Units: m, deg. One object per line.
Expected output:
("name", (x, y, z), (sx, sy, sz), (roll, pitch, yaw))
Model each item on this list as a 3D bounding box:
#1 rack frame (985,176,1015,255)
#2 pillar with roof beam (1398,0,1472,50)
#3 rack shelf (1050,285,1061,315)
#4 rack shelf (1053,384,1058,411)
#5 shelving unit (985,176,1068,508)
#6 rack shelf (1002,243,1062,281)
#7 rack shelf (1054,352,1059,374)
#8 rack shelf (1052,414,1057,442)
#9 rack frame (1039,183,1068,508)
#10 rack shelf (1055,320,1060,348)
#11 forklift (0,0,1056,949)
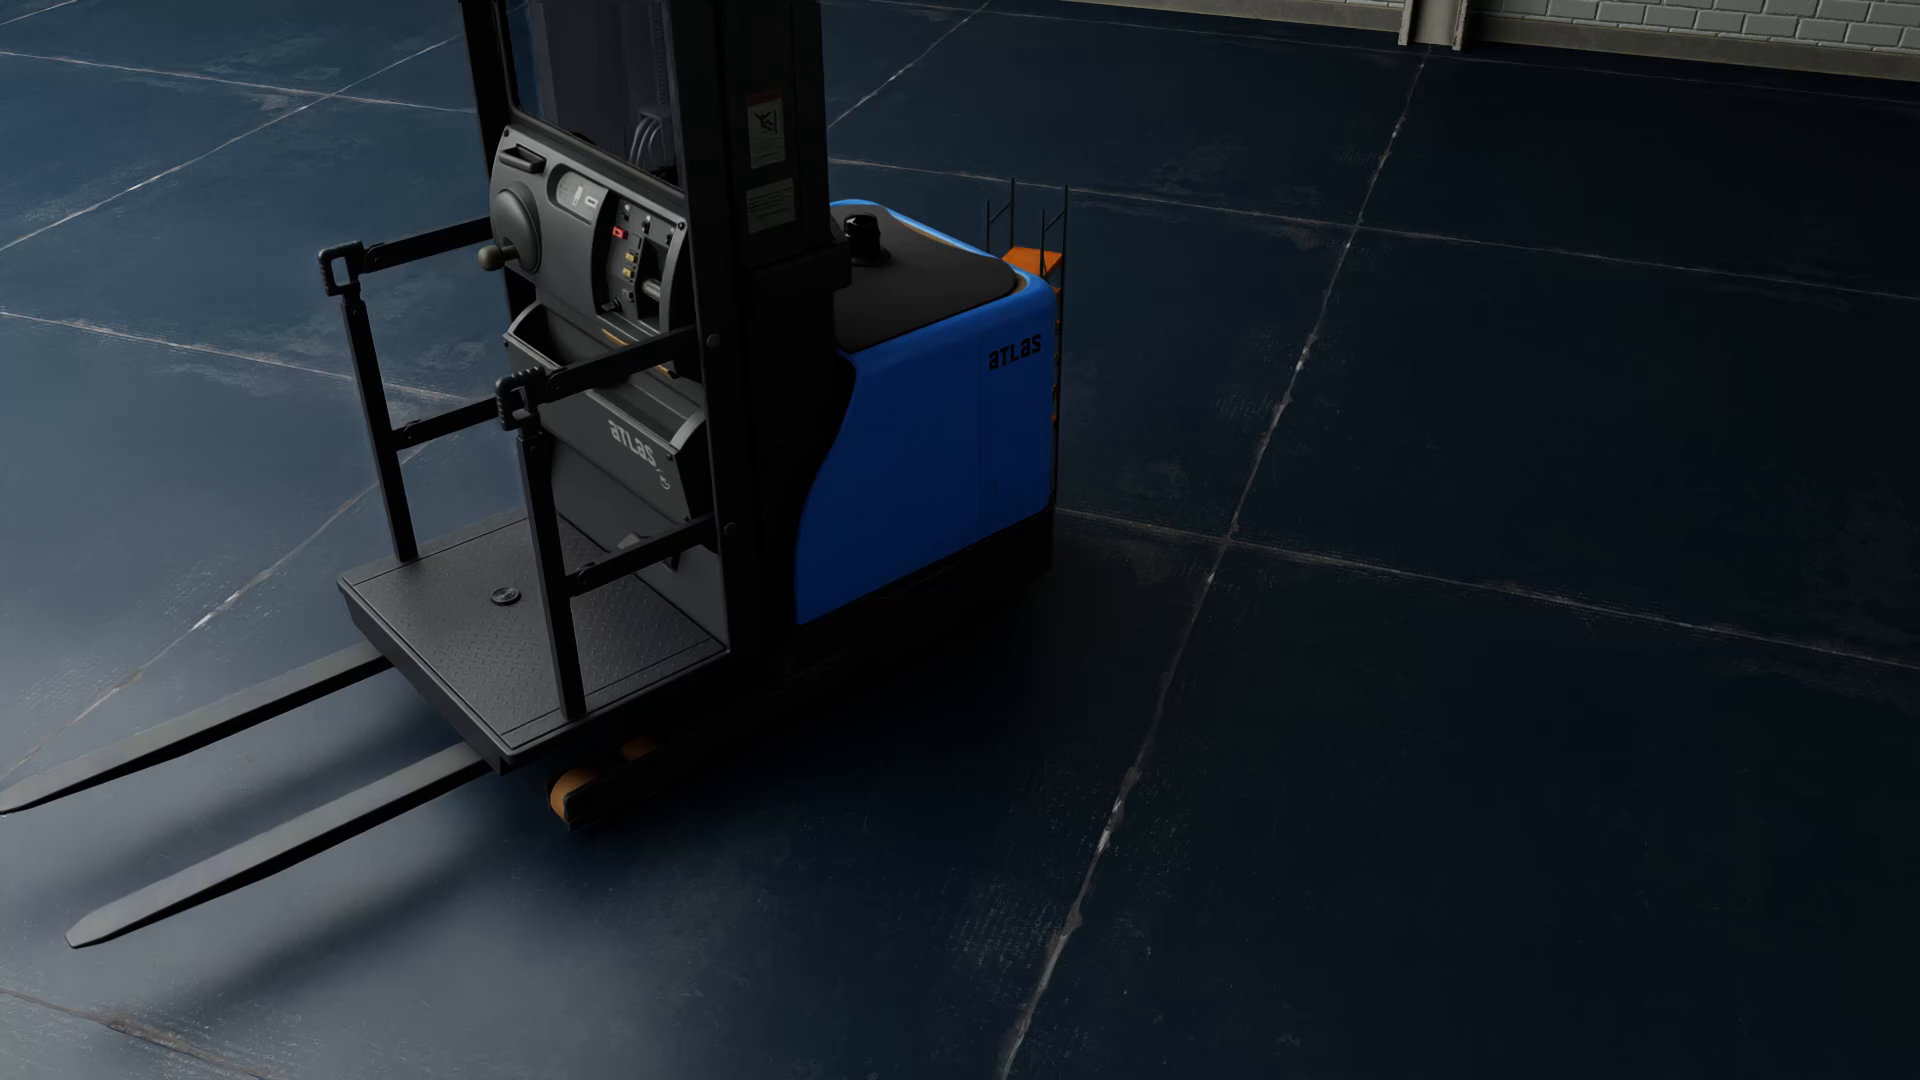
("rack frame", (0.128, -0.609, 5.587), (0.006, 1.200, 0.240), (12, 35, 19))
("pillar with roof beam", (1.600, -4.808, 4.900), (0.400, 9.000, 9.100), (11, 34, 16))
("rack shelf", (0.213, -0.755, 5.452), (0.180, 0.103, 0.258), (12, 35, 19))
("rack shelf", (0.213, -0.452, 5.647), (0.180, 0.103, 0.258), (12, 35, 19))
("shelving unit", (0.213, -0.590, 5.558), (0.189, 1.200, 0.258), (12, 35, 19))
("rack shelf", (0.213, -0.855, 5.387), (0.180, 0.103, 0.258), (12, 35, 19))
("rack shelf", (0.213, -0.553, 5.582), (0.180, 0.103, 0.258), (12, 35, 19))
("rack shelf", (0.213, -0.351, 5.712), (0.180, 0.103, 0.258), (12, 35, 19))
("rack frame", (0.298, -0.572, 5.529), (0.006, 1.200, 0.240), (12, 35, 19))
("rack shelf", (0.213, -0.654, 5.517), (0.180, 0.103, 0.258), (12, 35, 19))
("forklift", (-1.141, -0.769, 4.239), (3.031, 2.935, 1.130), (-25, 41, -33))
